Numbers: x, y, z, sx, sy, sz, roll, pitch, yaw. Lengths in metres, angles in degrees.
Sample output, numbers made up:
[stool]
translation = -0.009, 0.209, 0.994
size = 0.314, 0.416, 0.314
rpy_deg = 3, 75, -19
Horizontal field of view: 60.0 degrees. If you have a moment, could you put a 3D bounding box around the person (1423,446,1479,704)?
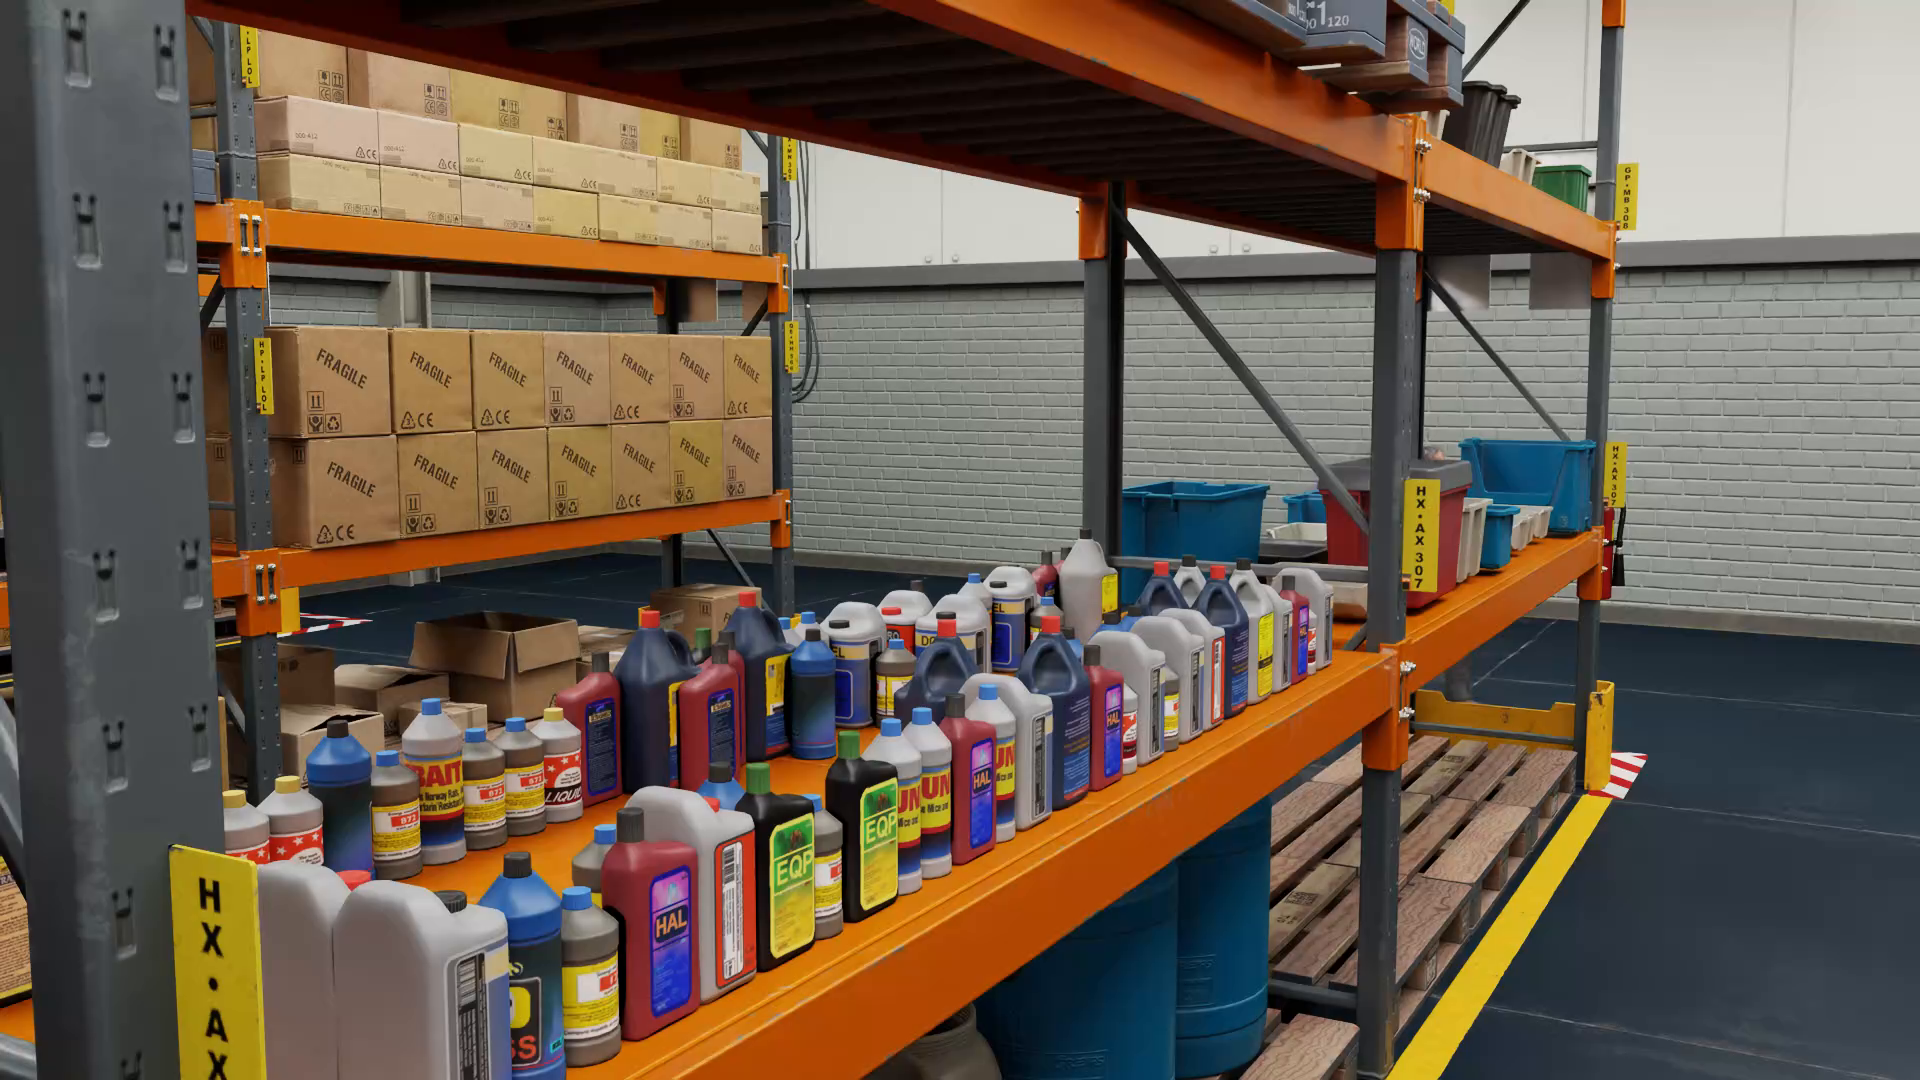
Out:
[person]
translation = 2.805, 0.235, 10.075
size = 0.888, 1.611, 0.438
rpy_deg = 5, 8, 38
